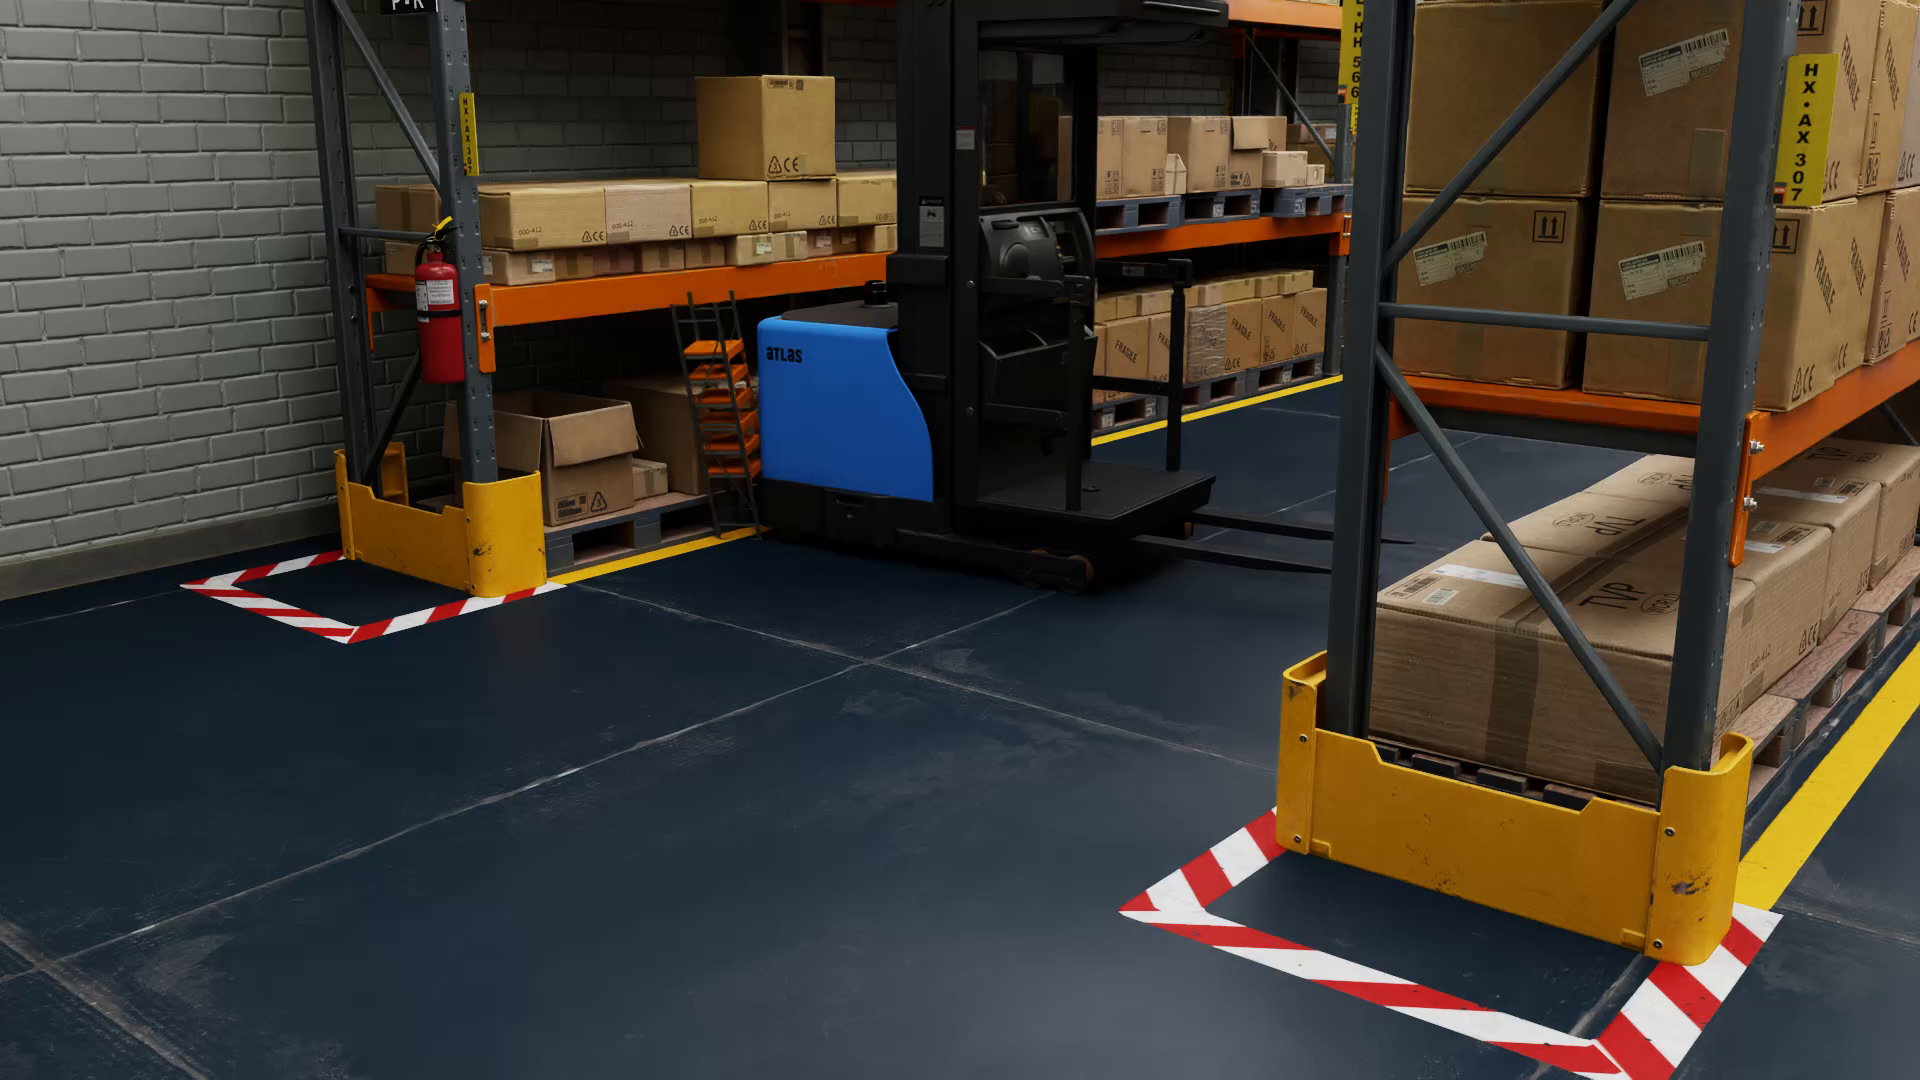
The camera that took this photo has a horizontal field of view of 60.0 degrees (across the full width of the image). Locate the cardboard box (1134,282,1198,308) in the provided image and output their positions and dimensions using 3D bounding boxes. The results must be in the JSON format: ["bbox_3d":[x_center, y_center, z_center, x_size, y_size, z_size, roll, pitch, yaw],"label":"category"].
[{"bbox_3d":[1.452,-1.722,11.716,0.380,0.149,0.250,11,18,38],"label":"cardboard box"}]

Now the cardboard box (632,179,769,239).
[{"bbox_3d":[-1.286,-1.617,8.097,0.500,0.250,0.500,11,18,36],"label":"cardboard box"}]

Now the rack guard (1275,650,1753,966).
[{"bbox_3d":[1.435,0.677,4.442,1.175,0.500,0.348,11,18,38],"label":"rack guard"}]

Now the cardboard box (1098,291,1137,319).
[{"bbox_3d":[0.961,-1.577,11.144,0.380,0.149,0.250,11,18,37],"label":"cardboard box"}]

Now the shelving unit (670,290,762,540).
[{"bbox_3d":[-1.123,-0.583,7.943,0.258,1.200,0.189,1,25,18],"label":"shelving unit"}]

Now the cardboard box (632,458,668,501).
[{"bbox_3d":[-1.658,-0.306,8.172,0.380,0.149,0.250,10,18,35],"label":"cardboard box"}]

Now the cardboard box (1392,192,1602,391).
[{"bbox_3d":[1.547,-0.721,4.664,0.500,0.500,0.500,11,18,38],"label":"cardboard box"}]

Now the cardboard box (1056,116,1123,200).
[{"bbox_3d":[0.579,-2.382,10.353,0.700,0.500,0.500,12,18,39],"label":"cardboard box"}]

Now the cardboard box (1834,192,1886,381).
[{"bbox_3d":[2.271,-0.736,4.725,0.500,0.500,0.500,11,18,37],"label":"cardboard box"}]

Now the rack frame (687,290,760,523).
[{"bbox_3d":[-1.096,-0.622,8.022,0.240,1.200,0.006,1,25,18],"label":"rack frame"}]

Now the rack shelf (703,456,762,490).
[{"bbox_3d":[-1.088,-0.326,8.059,0.258,0.103,0.180,1,25,18],"label":"rack shelf"}]

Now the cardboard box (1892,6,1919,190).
[{"bbox_3d":[2.610,-1.320,4.991,0.500,0.500,0.500,11,18,37],"label":"cardboard box"}]

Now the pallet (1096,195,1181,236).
[{"bbox_3d":[0.688,-2.115,10.748,1.003,0.211,1.213,11,18,38],"label":"pallet"}]

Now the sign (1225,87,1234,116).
[{"bbox_3d":[2.181,-3.485,13.397,0.100,0.325,0.005,11,18,38],"label":"sign"}]

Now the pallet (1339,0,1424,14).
[{"bbox_3d":[2.972,-4.344,13.424,1.213,0.211,1.003,12,19,40],"label":"pallet"}]

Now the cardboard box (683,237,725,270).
[{"bbox_3d":[-1.362,-1.407,8.080,0.380,0.149,0.250,12,18,38],"label":"cardboard box"}]

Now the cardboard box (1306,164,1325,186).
[{"bbox_3d":[2.500,-2.735,12.454,0.380,0.149,0.250,12,18,39],"label":"cardboard box"}]

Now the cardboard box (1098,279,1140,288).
[{"bbox_3d":[1.071,-1.792,11.991,0.380,0.149,0.250,10,18,35],"label":"cardboard box"}]

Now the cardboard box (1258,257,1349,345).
[{"bbox_3d":[3.017,-2.008,13.906,0.875,0.625,0.625,12,19,39],"label":"cardboard box"}]

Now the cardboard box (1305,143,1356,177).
[{"bbox_3d":[3.103,-3.051,13.331,0.500,0.250,0.500,11,18,37],"label":"cardboard box"}]

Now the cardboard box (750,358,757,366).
[{"bbox_3d":[-0.735,-0.757,9.235,0.700,0.500,0.500,10,18,35],"label":"cardboard box"}]

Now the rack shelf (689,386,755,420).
[{"bbox_3d":[-1.132,-0.651,7.913,0.258,0.103,0.180,1,25,18],"label":"rack shelf"}]

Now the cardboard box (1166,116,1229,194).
[{"bbox_3d":[1.397,-2.632,11.335,0.700,0.500,0.500,11,18,37],"label":"cardboard box"}]

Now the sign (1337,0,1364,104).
[{"bbox_3d":[1.036,-1.301,4.321,0.100,0.325,0.005,11,18,38],"label":"sign"}]

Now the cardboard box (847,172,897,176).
[{"bbox_3d":[-0.333,-1.910,9.251,0.500,0.250,0.500,11,18,38],"label":"cardboard box"}]

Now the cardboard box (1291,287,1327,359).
[{"bbox_3d":[2.516,-1.716,13.010,0.500,0.500,0.500,12,19,39],"label":"cardboard box"}]

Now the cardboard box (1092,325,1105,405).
[{"bbox_3d":[0.580,-1.122,10.672,0.500,0.500,0.500,12,19,40],"label":"cardboard box"}]

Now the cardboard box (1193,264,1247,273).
[{"bbox_3d":[2.044,-2.093,13.176,0.380,0.149,0.250,12,19,40],"label":"cardboard box"}]

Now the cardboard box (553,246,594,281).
[{"bbox_3d":[-1.870,-1.261,7.504,0.380,0.149,0.250,12,18,39],"label":"cardboard box"}]

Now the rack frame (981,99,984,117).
[{"bbox_3d":[0.101,-2.072,10.188,1.000,3.000,0.127,11,18,38],"label":"rack frame"}]

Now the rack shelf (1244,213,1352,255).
[{"bbox_3d":[3.872,-2.873,14.800,1.077,0.370,4.000,11,18,38],"label":"rack shelf"}]

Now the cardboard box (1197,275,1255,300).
[{"bbox_3d":[1.953,-1.867,12.286,0.380,0.149,0.250,12,19,39],"label":"cardboard box"}]

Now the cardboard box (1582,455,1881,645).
[{"bbox_3d":[2.923,0.009,6.348,0.875,0.438,0.875,11,18,36],"label":"cardboard box"}]

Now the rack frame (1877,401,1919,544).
[{"bbox_3d":[3.964,-1.305,7.167,1.000,3.000,0.127,11,18,38],"label":"rack frame"}]

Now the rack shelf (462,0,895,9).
[{"bbox_3d":[-1.156,-2.794,8.400,1.077,0.370,4.000,11,18,38],"label":"rack shelf"}]

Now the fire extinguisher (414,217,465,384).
[{"bbox_3d":[-2.146,-0.988,6.836,0.296,0.674,0.183,11,18,38],"label":"fire extinguisher"}]

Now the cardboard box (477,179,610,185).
[{"bbox_3d":[-2.006,-1.605,8.051,0.500,0.250,0.500,11,18,38],"label":"cardboard box"}]

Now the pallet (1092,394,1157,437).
[{"bbox_3d":[0.582,-0.882,11.168,1.003,0.211,1.213,11,18,38],"label":"pallet"}]

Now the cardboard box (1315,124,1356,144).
[{"bbox_3d":[3.044,-3.217,13.172,0.380,0.149,0.250,12,19,39],"label":"cardboard box"}]

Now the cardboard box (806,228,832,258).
[{"bbox_3d":[-0.887,-1.558,8.672,0.380,0.149,0.250,11,18,37],"label":"cardboard box"}]

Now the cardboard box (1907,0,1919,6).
[{"bbox_3d":[2.715,-1.658,5.005,0.380,0.149,0.250,11,18,38],"label":"cardboard box"}]

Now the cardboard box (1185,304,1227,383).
[{"bbox_3d":[1.555,-1.419,11.840,0.500,0.500,0.500,10,18,36],"label":"cardboard box"}]

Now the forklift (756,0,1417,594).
[{"bbox_3d":[0.531,-1.337,7.433,3.031,2.935,1.130,9,17,31],"label":"forklift"}]

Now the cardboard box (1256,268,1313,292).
[{"bbox_3d":[2.501,-2.011,12.853,0.380,0.149,0.250,10,17,35],"label":"cardboard box"}]

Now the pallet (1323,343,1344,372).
[{"bbox_3d":[3.162,-1.638,14.144,1.003,0.211,1.213,11,18,38],"label":"pallet"}]

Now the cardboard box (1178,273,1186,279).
[{"bbox_3d":[1.520,-1.949,12.608,0.380,0.149,0.250,10,17,35],"label":"cardboard box"}]

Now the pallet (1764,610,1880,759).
[{"bbox_3d":[2.658,0.415,6.061,1.003,0.211,1.213,11,18,38],"label":"pallet"}]

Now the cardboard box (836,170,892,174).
[{"bbox_3d":[-0.730,-1.994,9.579,0.500,0.250,0.500,11,18,37],"label":"cardboard box"}]

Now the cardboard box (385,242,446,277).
[{"bbox_3d":[-2.414,-1.290,7.617,0.380,0.149,0.250,11,18,37],"label":"cardboard box"}]
